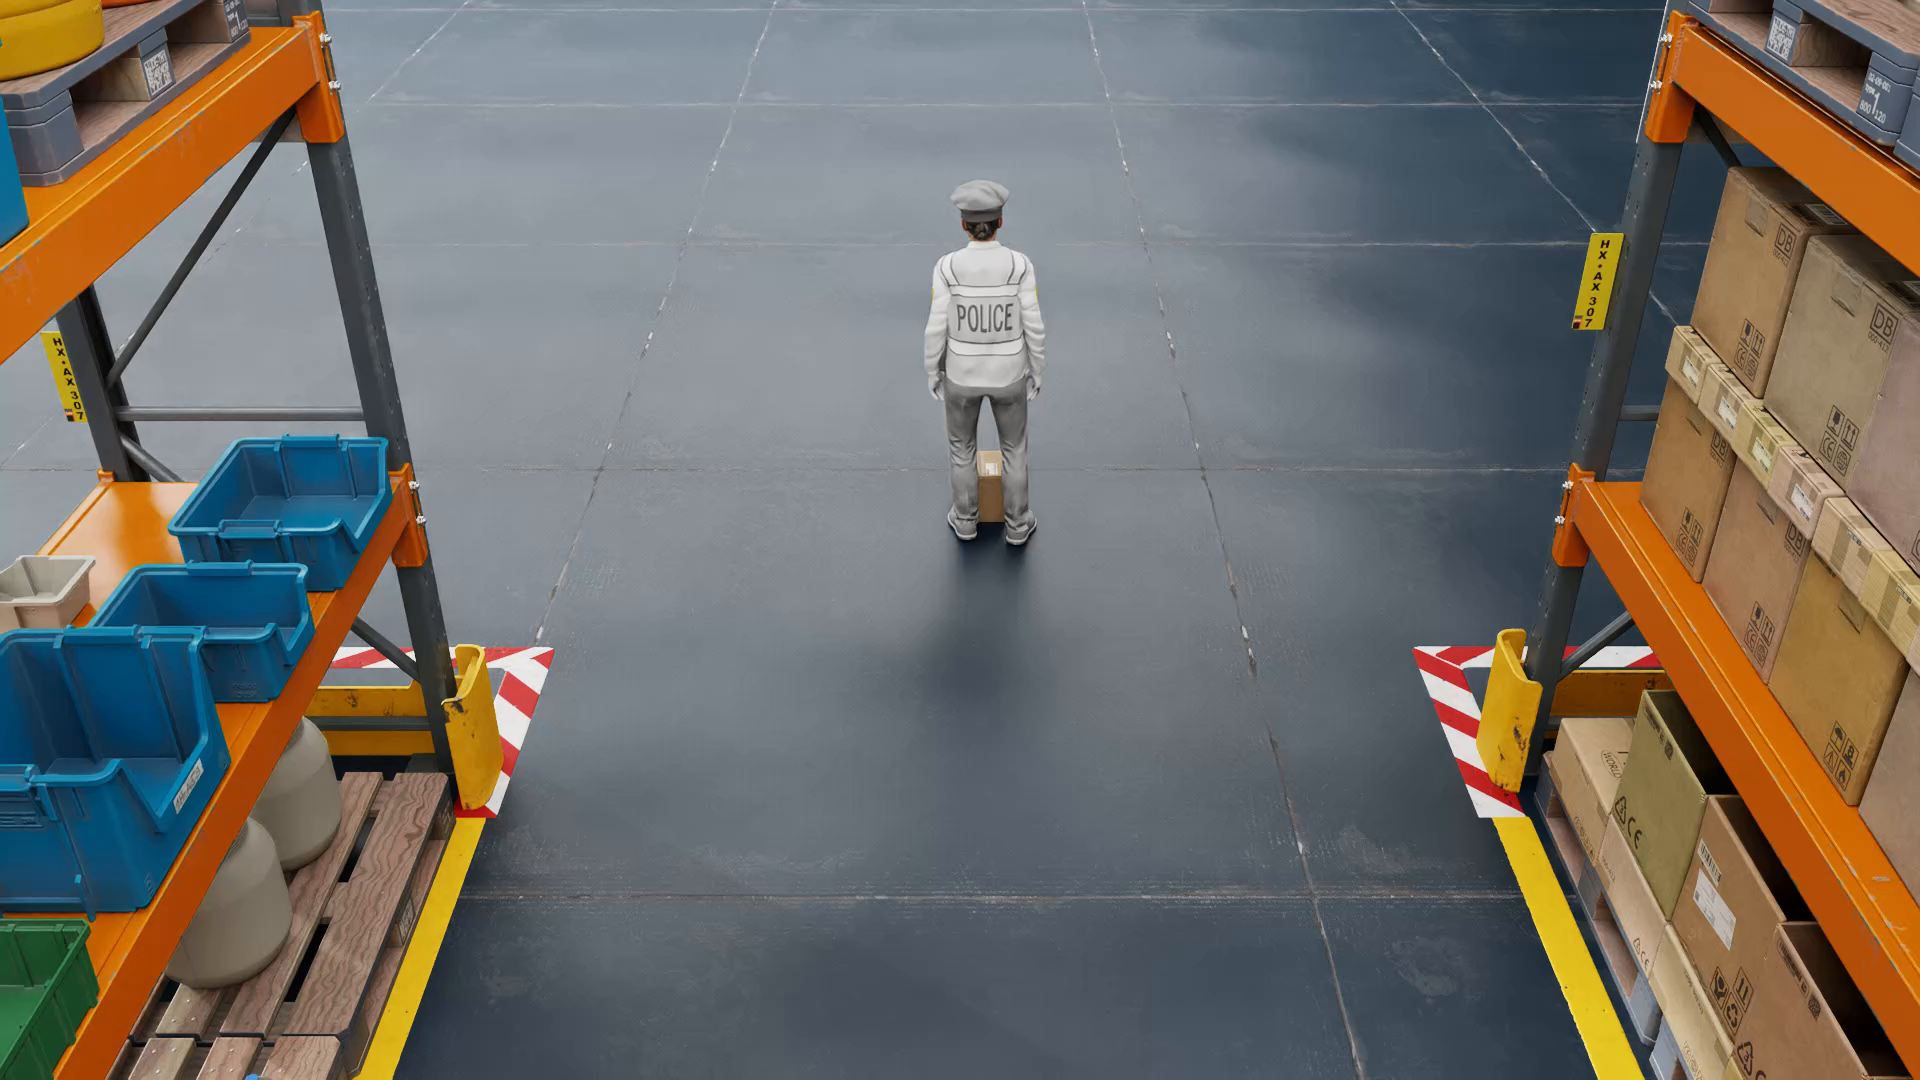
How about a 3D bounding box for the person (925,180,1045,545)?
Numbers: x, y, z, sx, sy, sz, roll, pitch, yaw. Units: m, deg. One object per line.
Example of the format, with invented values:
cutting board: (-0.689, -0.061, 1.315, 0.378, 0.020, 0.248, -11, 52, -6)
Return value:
person: (0.108, -0.736, 7.324, 0.525, 1.662, 0.410, 0, 32, -1)
